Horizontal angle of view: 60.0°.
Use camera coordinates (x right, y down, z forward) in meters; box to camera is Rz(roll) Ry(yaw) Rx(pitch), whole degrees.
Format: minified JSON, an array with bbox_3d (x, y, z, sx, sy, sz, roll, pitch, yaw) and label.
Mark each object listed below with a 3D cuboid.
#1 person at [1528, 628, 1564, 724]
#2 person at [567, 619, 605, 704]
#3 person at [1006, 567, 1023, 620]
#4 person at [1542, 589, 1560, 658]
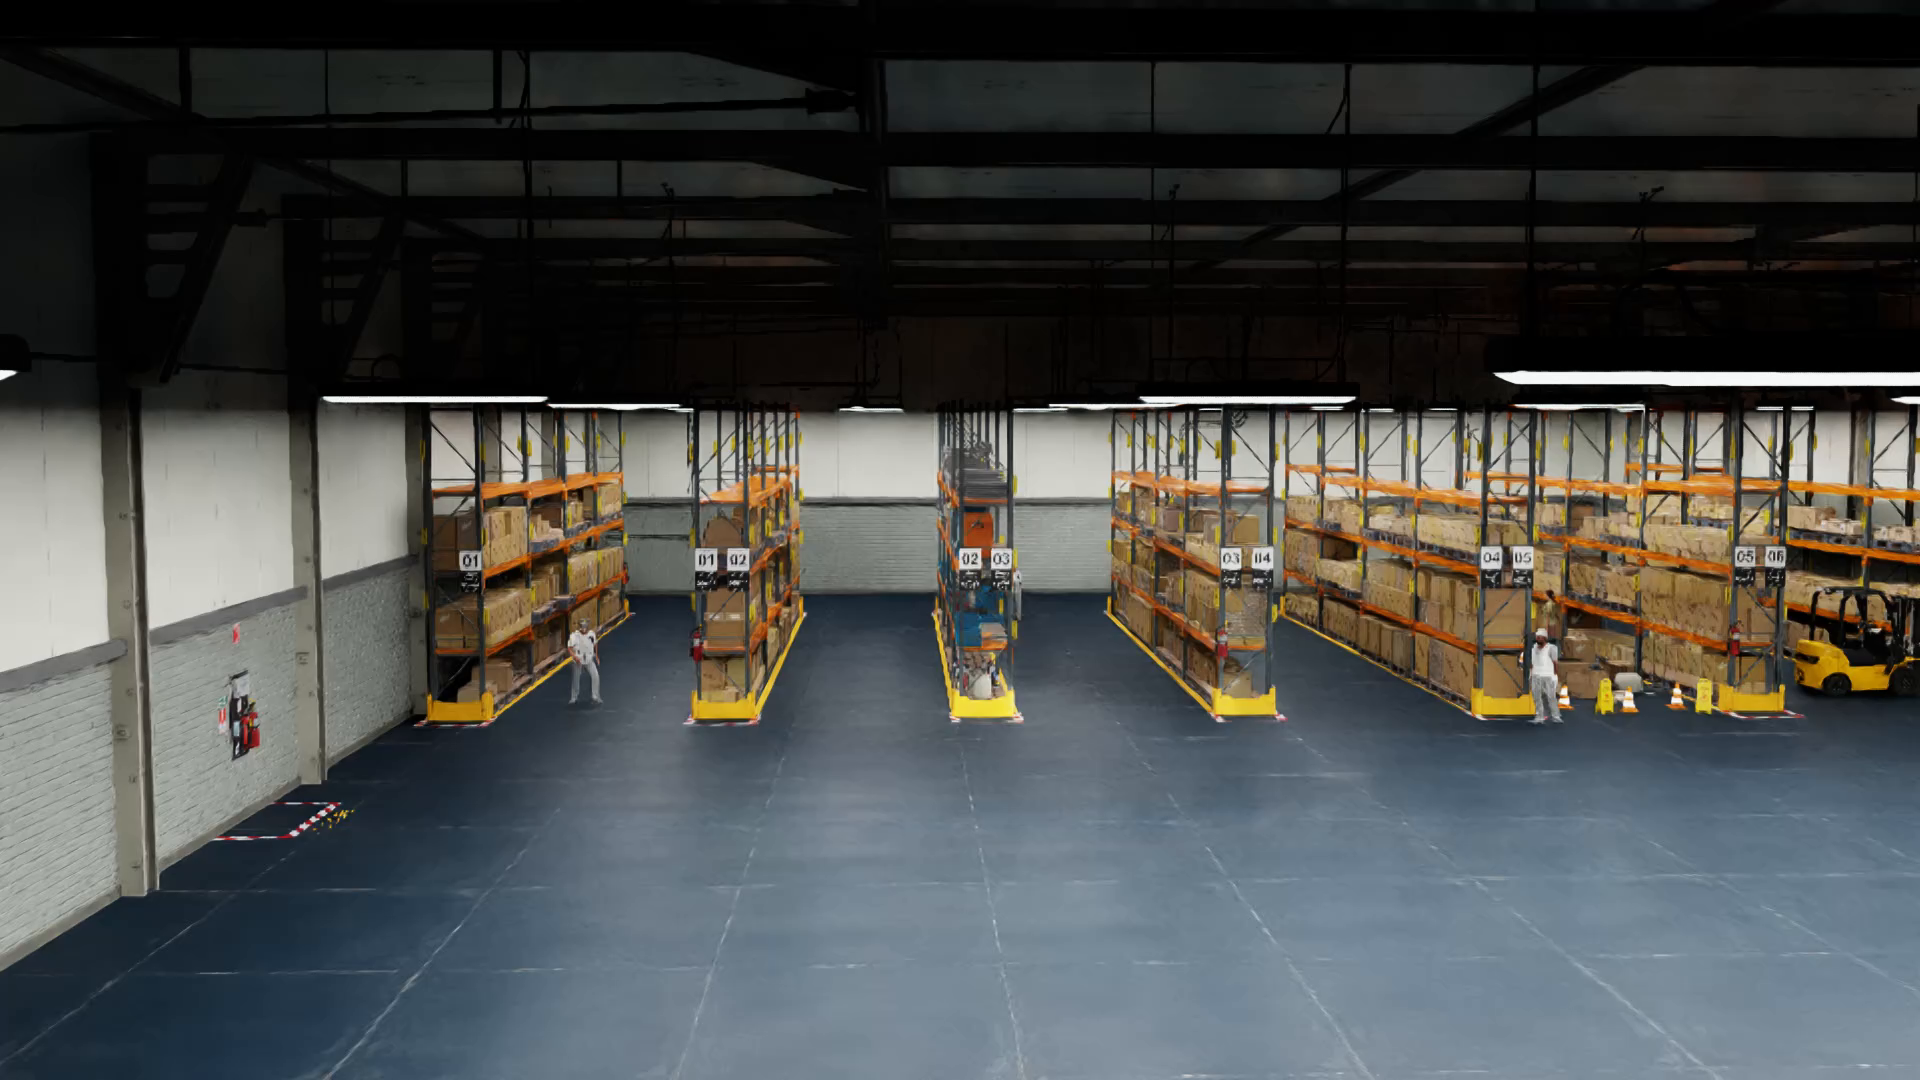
[{"bbox_3d":[10.833,2.508,30.766,0.557,1.779,0.660,-3,5,-34],"label":"person"},{"bbox_3d":[-7.420,2.376,32.789,0.670,1.703,0.771,-2,5,-24],"label":"person"},{"bbox_3d":[1.496,1.408,46.261,0.497,1.583,1.090,0,4,0],"label":"person"},{"bbox_3d":[13.565,1.960,38.380,0.575,1.665,0.546,2,5,22],"label":"person"}]
